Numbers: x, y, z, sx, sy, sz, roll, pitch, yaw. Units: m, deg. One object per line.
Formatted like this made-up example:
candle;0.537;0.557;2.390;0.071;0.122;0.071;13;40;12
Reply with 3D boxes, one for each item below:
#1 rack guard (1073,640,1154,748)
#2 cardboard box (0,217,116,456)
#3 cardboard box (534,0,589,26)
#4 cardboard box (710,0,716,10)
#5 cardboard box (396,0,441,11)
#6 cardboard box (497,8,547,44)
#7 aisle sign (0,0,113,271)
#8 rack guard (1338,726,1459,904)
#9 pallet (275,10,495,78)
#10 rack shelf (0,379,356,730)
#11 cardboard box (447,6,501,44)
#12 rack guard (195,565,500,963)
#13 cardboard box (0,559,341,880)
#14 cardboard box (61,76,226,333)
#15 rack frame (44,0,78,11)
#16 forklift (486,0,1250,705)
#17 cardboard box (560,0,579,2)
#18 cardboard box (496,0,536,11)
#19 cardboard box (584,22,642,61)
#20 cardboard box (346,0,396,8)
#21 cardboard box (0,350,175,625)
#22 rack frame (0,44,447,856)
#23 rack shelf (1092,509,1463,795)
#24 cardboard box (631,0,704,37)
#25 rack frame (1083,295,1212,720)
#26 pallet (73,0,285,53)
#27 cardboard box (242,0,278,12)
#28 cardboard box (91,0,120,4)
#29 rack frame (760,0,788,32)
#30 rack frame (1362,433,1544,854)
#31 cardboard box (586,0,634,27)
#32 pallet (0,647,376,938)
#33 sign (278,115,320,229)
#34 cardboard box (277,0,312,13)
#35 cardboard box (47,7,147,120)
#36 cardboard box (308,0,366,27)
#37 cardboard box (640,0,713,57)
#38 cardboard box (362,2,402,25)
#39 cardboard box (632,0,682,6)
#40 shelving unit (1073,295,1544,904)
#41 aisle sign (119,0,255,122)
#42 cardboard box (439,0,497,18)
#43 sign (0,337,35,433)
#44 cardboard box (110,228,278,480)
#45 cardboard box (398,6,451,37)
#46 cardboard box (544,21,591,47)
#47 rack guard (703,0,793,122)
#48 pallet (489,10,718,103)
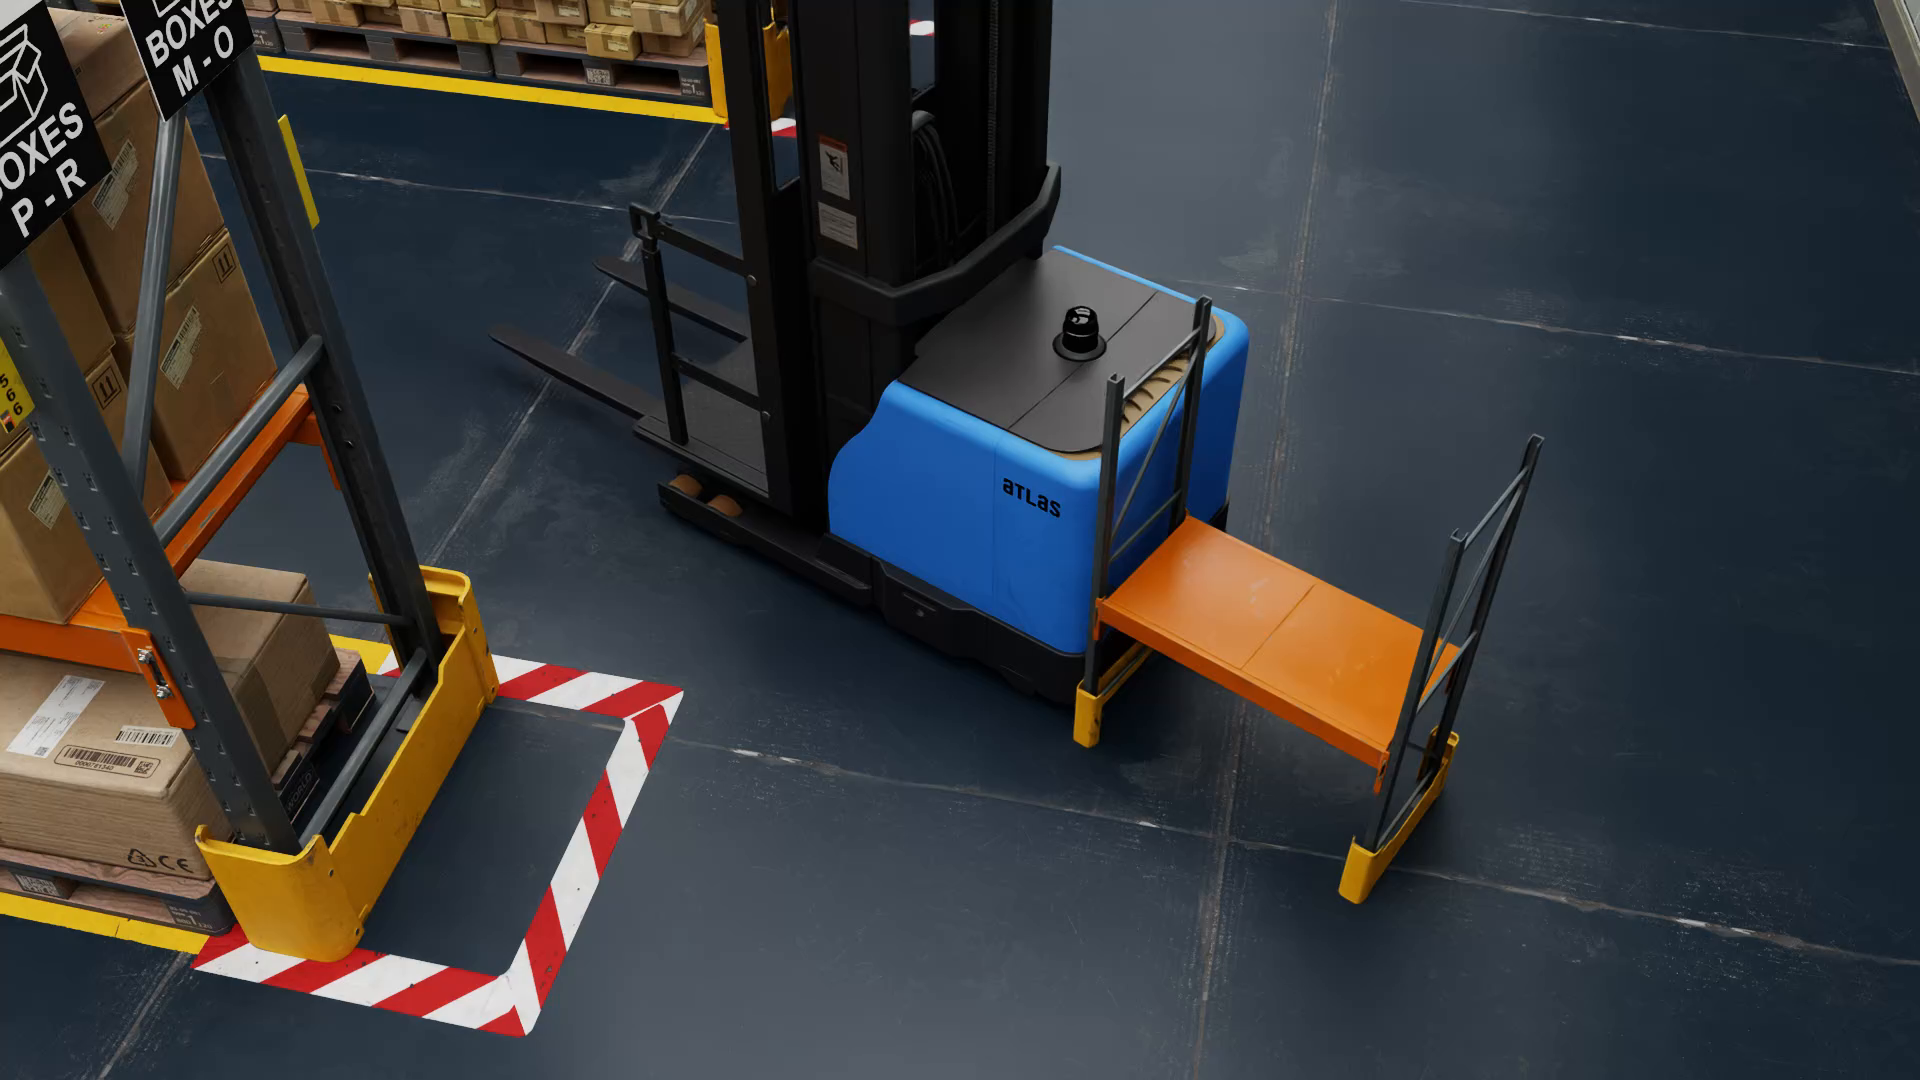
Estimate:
rack guard;0.582;0.430;5.623;0.087;0.250;0.587;28;51;26
cardboard box;-2.412;-0.548;3.863;0.500;0.500;0.500;10;45;10
cardboard box;-1.993;-2.801;8.535;0.250;0.149;0.380;7;44;7
cardboard box;-1.349;-3.025;8.983;0.250;0.149;0.380;10;45;10
cardboard box;-2.747;-2.922;8.661;0.250;0.149;0.380;11;45;11
cardboard box;-2.223;-2.765;8.713;0.250;0.149;0.380;9;45;9
aisle sign;-1.887;-0.956;3.206;0.004;0.787;0.394;9;45;9
rack guard;1.370;0.853;5.184;0.087;0.250;0.587;28;51;26
pallet;-2.954;-2.945;9.158;1.213;0.211;1.003;9;45;9
rack shelf;-3.842;-0.284;4.900;4.000;0.370;1.077;9;45;9
cardboard box;-2.485;-2.761;8.709;0.250;0.149;0.380;7;44;7
rack guard;-1.867;0.664;5.199;0.348;0.500;1.175;9;45;9
cardboard box;-2.556;0.500;5.113;0.875;0.438;0.875;7;44;8
cardboard box;-2.296;-0.902;4.231;0.500;0.500;0.500;8;44;8
rack frame;-4.811;-4.211;8.462;0.127;3.000;1.000;9;45;9
forklift;-0.524;-1.330;5.519;3.031;2.935;1.130;27;50;25
cardboard box;-1.993;-2.883;8.406;0.250;0.149;0.380;8;44;8
cardboard box;-2.232;-2.911;8.650;0.250;0.149;0.380;8;45;9
cardboard box;-1.740;-2.638;8.581;0.250;0.149;0.380;10;45;10
cardboard box;-3.022;-2.945;8.685;0.250;0.149;0.380;9;45;9
cardboard box;-2.419;-0.170;4.191;0.500;0.500;0.500;9;45;9
rack frame;-1.890;-0.240;4.336;0.127;3.000;1.000;9;45;9
rack shelf;0.969;0.317;5.099;1.000;0.185;0.538;28;51;26
cardboard box;-1.485;-2.723;8.455;0.250;0.149;0.380;8;44;8
rack frame;0.567;-0.029;5.198;0.032;1.500;0.500;28;51;26
pallet;-4.148;-3.128;9.348;1.213;0.211;1.003;9;45;9
cardboard box;-3.754;-3.015;8.972;0.250;0.149;0.380;8;44;8
cardboard box;-4.526;-3.063;9.022;0.250;0.149;0.380;7;44;7
rack frame;-0.908;-3.605;7.833;0.127;3.000;1.000;9;45;9
rack frame;1.371;0.403;4.750;0.032;1.500;0.500;28;51;26
cardboard box;-1.728;-2.799;8.534;0.250;0.149;0.380;8;44;8
pallet;-2.687;0.697;5.374;1.213;0.211;1.003;9;45;9
sign;-1.763;-0.955;4.398;0.005;0.325;0.100;9;45;9
cardboard box;-3.484;-2.998;8.955;0.250;0.149;0.380;7;44;7
cardboard box;-2.176;-1.111;3.980;0.250;0.149;0.380;10;45;10
cardboard box;-3.251;-2.893;8.846;0.250;0.149;0.380;8;44;8
cardboard box;-1.467;-2.668;8.612;0.250;0.149;0.380;10;45;10
cardboard box;-2.978;-2.905;8.859;0.250;0.149;0.380;10;45;10
cardboard box;-1.480;-2.852;8.374;0.250;0.149;0.380;9;45;10
shelving unit;0.976;0.191;4.970;1.083;1.500;0.587;28;51;26
aisle sign;-1.756;-1.362;3.627;0.004;0.787;0.394;9;45;9
cardboard box;-2.501;-2.870;8.608;0.250;0.149;0.380;9;45;10
sign;-2.022;-0.377;3.473;0.005;0.325;0.100;9;45;9
cardboard box;-2.296;-0.543;4.579;0.500;0.500;0.500;9;45;9
cardboard box;-2.748;-2.816;8.766;0.250;0.149;0.380;10;45;10
cardboard box;-1.979;-2.737;8.683;0.250;0.149;0.380;9;45;9
rack guard;-0.982;-2.716;8.711;0.348;0.500;1.175;9;45;9
pallet;-1.767;-2.759;8.964;1.213;0.211;1.003;9;45;9
